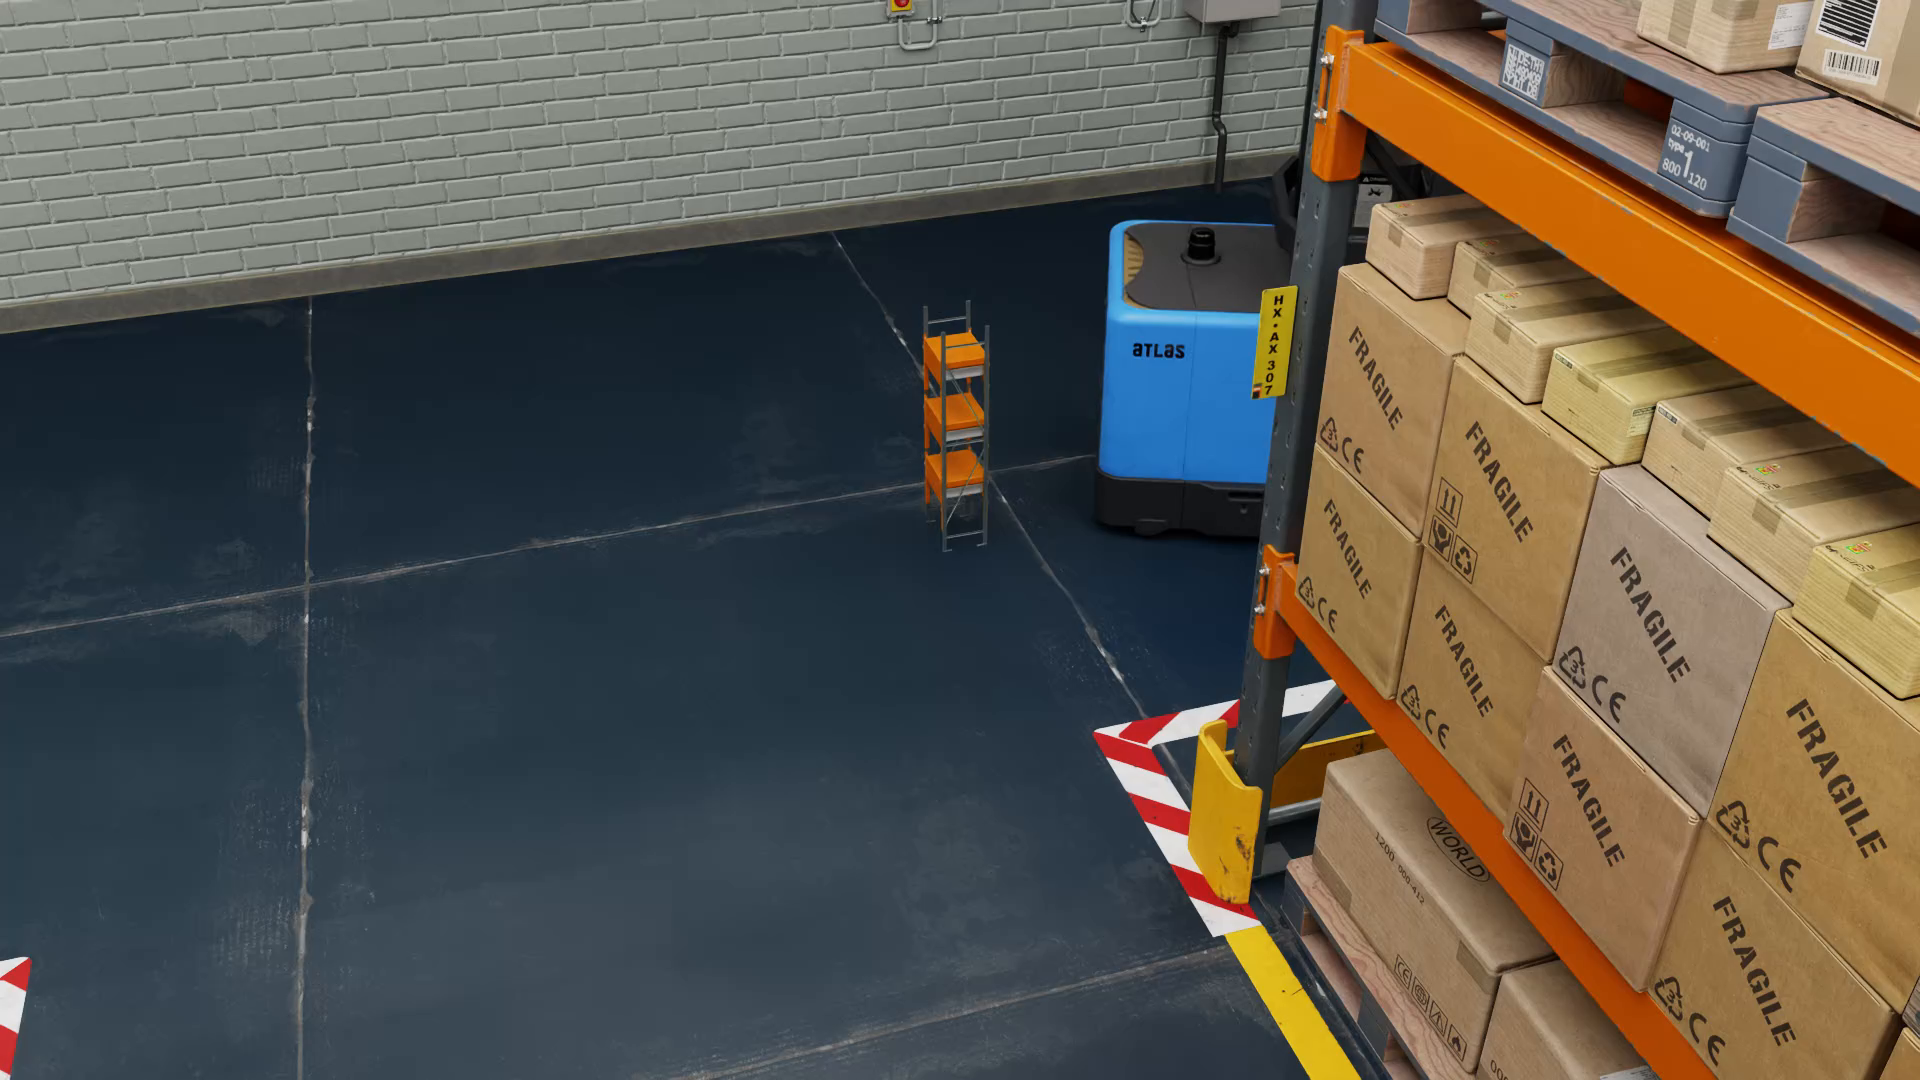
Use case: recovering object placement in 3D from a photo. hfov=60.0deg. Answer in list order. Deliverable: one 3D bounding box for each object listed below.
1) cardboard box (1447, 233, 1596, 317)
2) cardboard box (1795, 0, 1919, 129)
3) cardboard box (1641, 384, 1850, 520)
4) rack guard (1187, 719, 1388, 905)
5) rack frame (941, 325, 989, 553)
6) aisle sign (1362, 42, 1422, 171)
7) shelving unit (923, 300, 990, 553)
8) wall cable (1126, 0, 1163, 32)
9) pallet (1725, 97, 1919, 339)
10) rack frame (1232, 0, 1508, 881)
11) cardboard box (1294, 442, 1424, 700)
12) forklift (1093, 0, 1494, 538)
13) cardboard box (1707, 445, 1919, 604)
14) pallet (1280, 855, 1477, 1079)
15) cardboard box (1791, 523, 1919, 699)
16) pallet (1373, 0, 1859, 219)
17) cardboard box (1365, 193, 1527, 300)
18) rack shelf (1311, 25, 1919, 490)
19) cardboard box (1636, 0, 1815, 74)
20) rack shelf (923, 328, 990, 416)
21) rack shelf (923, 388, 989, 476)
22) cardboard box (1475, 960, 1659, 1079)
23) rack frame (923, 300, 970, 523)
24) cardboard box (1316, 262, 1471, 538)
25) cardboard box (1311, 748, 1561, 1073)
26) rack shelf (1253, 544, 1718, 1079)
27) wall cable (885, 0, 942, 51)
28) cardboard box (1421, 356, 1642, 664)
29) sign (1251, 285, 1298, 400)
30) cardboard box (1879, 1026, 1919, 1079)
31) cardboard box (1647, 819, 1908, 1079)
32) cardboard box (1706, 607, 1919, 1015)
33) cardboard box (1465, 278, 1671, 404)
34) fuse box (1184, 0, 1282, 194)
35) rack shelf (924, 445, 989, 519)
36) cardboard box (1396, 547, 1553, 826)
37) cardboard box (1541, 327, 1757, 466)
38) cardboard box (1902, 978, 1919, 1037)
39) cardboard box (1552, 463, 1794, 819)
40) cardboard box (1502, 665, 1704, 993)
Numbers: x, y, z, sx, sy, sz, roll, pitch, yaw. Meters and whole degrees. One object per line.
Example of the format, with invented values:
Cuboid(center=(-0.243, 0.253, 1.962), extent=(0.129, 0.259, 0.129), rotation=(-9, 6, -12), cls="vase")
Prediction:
Cuboid(center=(1.367, -0.595, 3.844), extent=(0.380, 0.149, 0.250), rotation=(-9, 35, -14), cls="cardboard box")
Cuboid(center=(1.784, -0.861, 2.721), extent=(0.500, 0.311, 0.500), rotation=(-9, 35, -14), cls="cardboard box")
Cuboid(center=(1.565, -0.175, 3.208), extent=(0.380, 0.149, 0.250), rotation=(-10, 35, -14), cls="cardboard box")
Cuboid(center=(1.367, 0.806, 5.577), extent=(1.175, 0.500, 0.348), rotation=(-10, 35, -15), cls="rack guard")
Cuboid(center=(0.021, -0.402, 6.906), extent=(0.200, 1.050, 0.008), rotation=(-10, 35, -15), cls="rack frame")
Cuboid(center=(1.077, -1.298, 4.135), extent=(0.394, 0.787, 0.004), rotation=(-10, 35, -15), cls="aisle sign")
Cuboid(center=(-0.016, -0.466, 7.003), extent=(0.215, 1.050, 0.252), rotation=(-10, 35, -15), cls="shelving unit")
Cuboid(center=(0.980, -3.849, 9.433), extent=(0.588, 1.984, 0.122), rotation=(-10, 35, -15), cls="wall cable")
Cuboid(center=(1.987, -0.409, 2.508), extent=(1.003, 0.211, 1.213), rotation=(-10, 35, -15), cls="pallet")
Cuboid(center=(1.375, -0.224, 4.868), extent=(1.000, 3.000, 0.127), rotation=(-10, 35, -15), cls="rack frame")
Cuboid(center=(1.248, 0.034, 4.386), extent=(0.500, 0.500, 0.500), rotation=(-10, 35, -15), cls="cardboard box")
Cuboid(center=(2.132, -1.442, 6.774), extent=(3.031, 2.935, 1.130), rotation=(3, 34, 4), cls="forklift")
Cuboid(center=(1.601, -0.037, 2.999), extent=(0.380, 0.149, 0.250), rotation=(-10, 35, -14), cls="cardboard box")
Cuboid(center=(1.693, 1.346, 5.022), extent=(1.003, 0.211, 1.213), rotation=(-10, 35, -15), cls="pallet")
Cuboid(center=(1.652, 0.101, 2.791), extent=(0.380, 0.149, 0.250), rotation=(-11, 35, -16), cls="cardboard box")
Cuboid(center=(1.611, -1.051, 3.479), extent=(1.003, 0.211, 1.213), rotation=(-10, 35, -15), cls="pallet")
Cuboid(center=(1.219, -0.721, 4.034), extent=(0.380, 0.149, 0.250), rotation=(-9, 35, -14), cls="cardboard box")
Cuboid(center=(1.985, -0.125, 2.651), extent=(1.077, 0.370, 4.000), rotation=(-10, 35, -15), cls="rack shelf")
Cuboid(center=(1.488, -0.978, 3.044), extent=(0.380, 0.149, 0.250), rotation=(-9, 34, -13), cls="cardboard box")
Cuboid(center=(-0.016, -0.694, 6.852), extent=(0.215, 0.259, 0.240), rotation=(-10, 35, -15), cls="rack shelf")
Cuboid(center=(-0.016, -0.457, 7.009), extent=(0.215, 0.259, 0.240), rotation=(-10, 35, -15), cls="rack shelf")
Cuboid(center=(1.959, 1.478, 4.235), extent=(0.875, 0.438, 0.875), rotation=(-9, 35, -13), cls="cardboard box")
Cuboid(center=(-0.054, -0.530, 7.100), extent=(0.200, 1.050, 0.008), rotation=(-10, 35, -15), cls="rack frame")
Cuboid(center=(1.250, -0.383, 4.111), extent=(0.500, 0.500, 0.500), rotation=(-11, 35, -16), cls="cardboard box")
Cuboid(center=(1.671, 0.999, 4.960), extent=(0.875, 0.438, 0.875), rotation=(-11, 35, -16), cls="cardboard box")
Cuboid(center=(1.985, 1.126, 3.478), extent=(1.077, 0.370, 4.000), rotation=(-10, 35, -15), cls="rack shelf")
Cuboid(center=(-0.367, -3.618, 9.054), extent=(0.585, 1.953, 0.123), rotation=(-10, 35, -15), cls="wall cable")
Cuboid(center=(1.414, -0.113, 3.703), extent=(0.500, 0.500, 0.500), rotation=(-11, 35, -16), cls="cardboard box")
Cuboid(center=(0.844, -0.528, 4.471), extent=(0.100, 0.325, 0.005), rotation=(-10, 35, -15), cls="sign")
Cuboid(center=(1.881, 1.103, 2.769), extent=(0.500, 0.500, 0.500), rotation=(-11, 35, -15), cls="cardboard box")
Cuboid(center=(1.735, 0.826, 3.189), extent=(0.500, 0.500, 0.500), rotation=(-9, 34, -13), cls="cardboard box")
Cuboid(center=(1.732, 0.418, 2.899), extent=(0.500, 0.500, 0.500), rotation=(-10, 35, -15), cls="cardboard box")
Cuboid(center=(1.337, -0.439, 3.608), extent=(0.380, 0.149, 0.250), rotation=(-9, 34, -13), cls="cardboard box")
Cuboid(center=(1.678, -2.920, 10.117), extent=(0.539, 1.711, 0.414), rotation=(-10, 35, -15), cls="fuse box")
Cuboid(center=(-0.016, -0.225, 7.162), extent=(0.215, 0.259, 0.240), rotation=(-10, 35, -15), cls="rack shelf")
Cuboid(center=(1.429, 0.295, 3.992), extent=(0.500, 0.500, 0.500), rotation=(-10, 35, -15), cls="cardboard box")
Cuboid(center=(1.435, -0.304, 3.403), extent=(0.380, 0.149, 0.250), rotation=(-11, 35, -16), cls="cardboard box")
Cuboid(center=(1.877, 0.682, 2.499), extent=(0.500, 0.500, 0.500), rotation=(-10, 35, -14), cls="cardboard box")
Cuboid(center=(1.579, 0.156, 3.296), extent=(0.500, 0.500, 0.500), rotation=(-10, 35, -15), cls="cardboard box")
Cuboid(center=(1.567, 0.565, 3.583), extent=(0.500, 0.500, 0.500), rotation=(-10, 35, -15), cls="cardboard box")
